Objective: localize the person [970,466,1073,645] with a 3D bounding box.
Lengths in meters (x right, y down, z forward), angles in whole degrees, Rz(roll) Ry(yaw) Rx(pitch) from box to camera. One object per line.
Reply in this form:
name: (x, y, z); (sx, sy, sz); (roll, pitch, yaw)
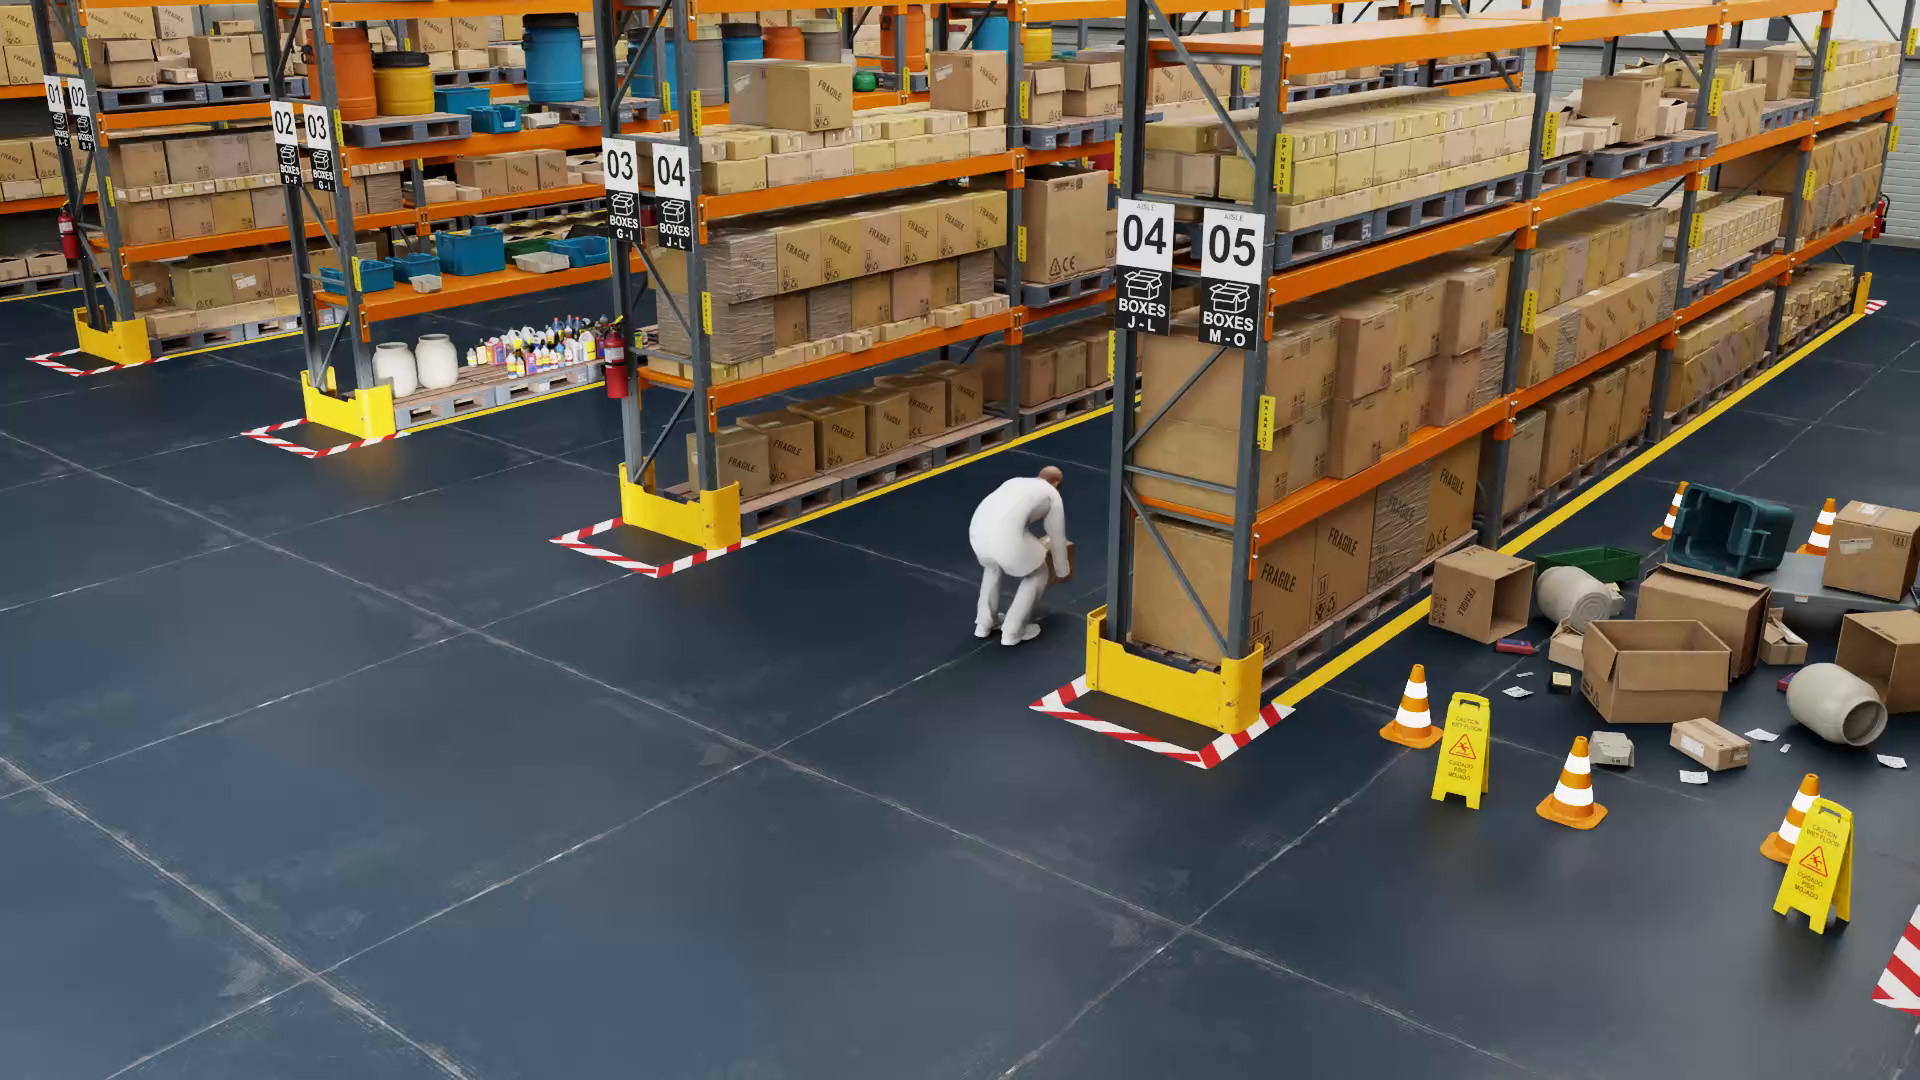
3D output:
person: (0.440, 0.101, 11.789); (0.586, 1.115, 0.940); (14, 24, 34)
